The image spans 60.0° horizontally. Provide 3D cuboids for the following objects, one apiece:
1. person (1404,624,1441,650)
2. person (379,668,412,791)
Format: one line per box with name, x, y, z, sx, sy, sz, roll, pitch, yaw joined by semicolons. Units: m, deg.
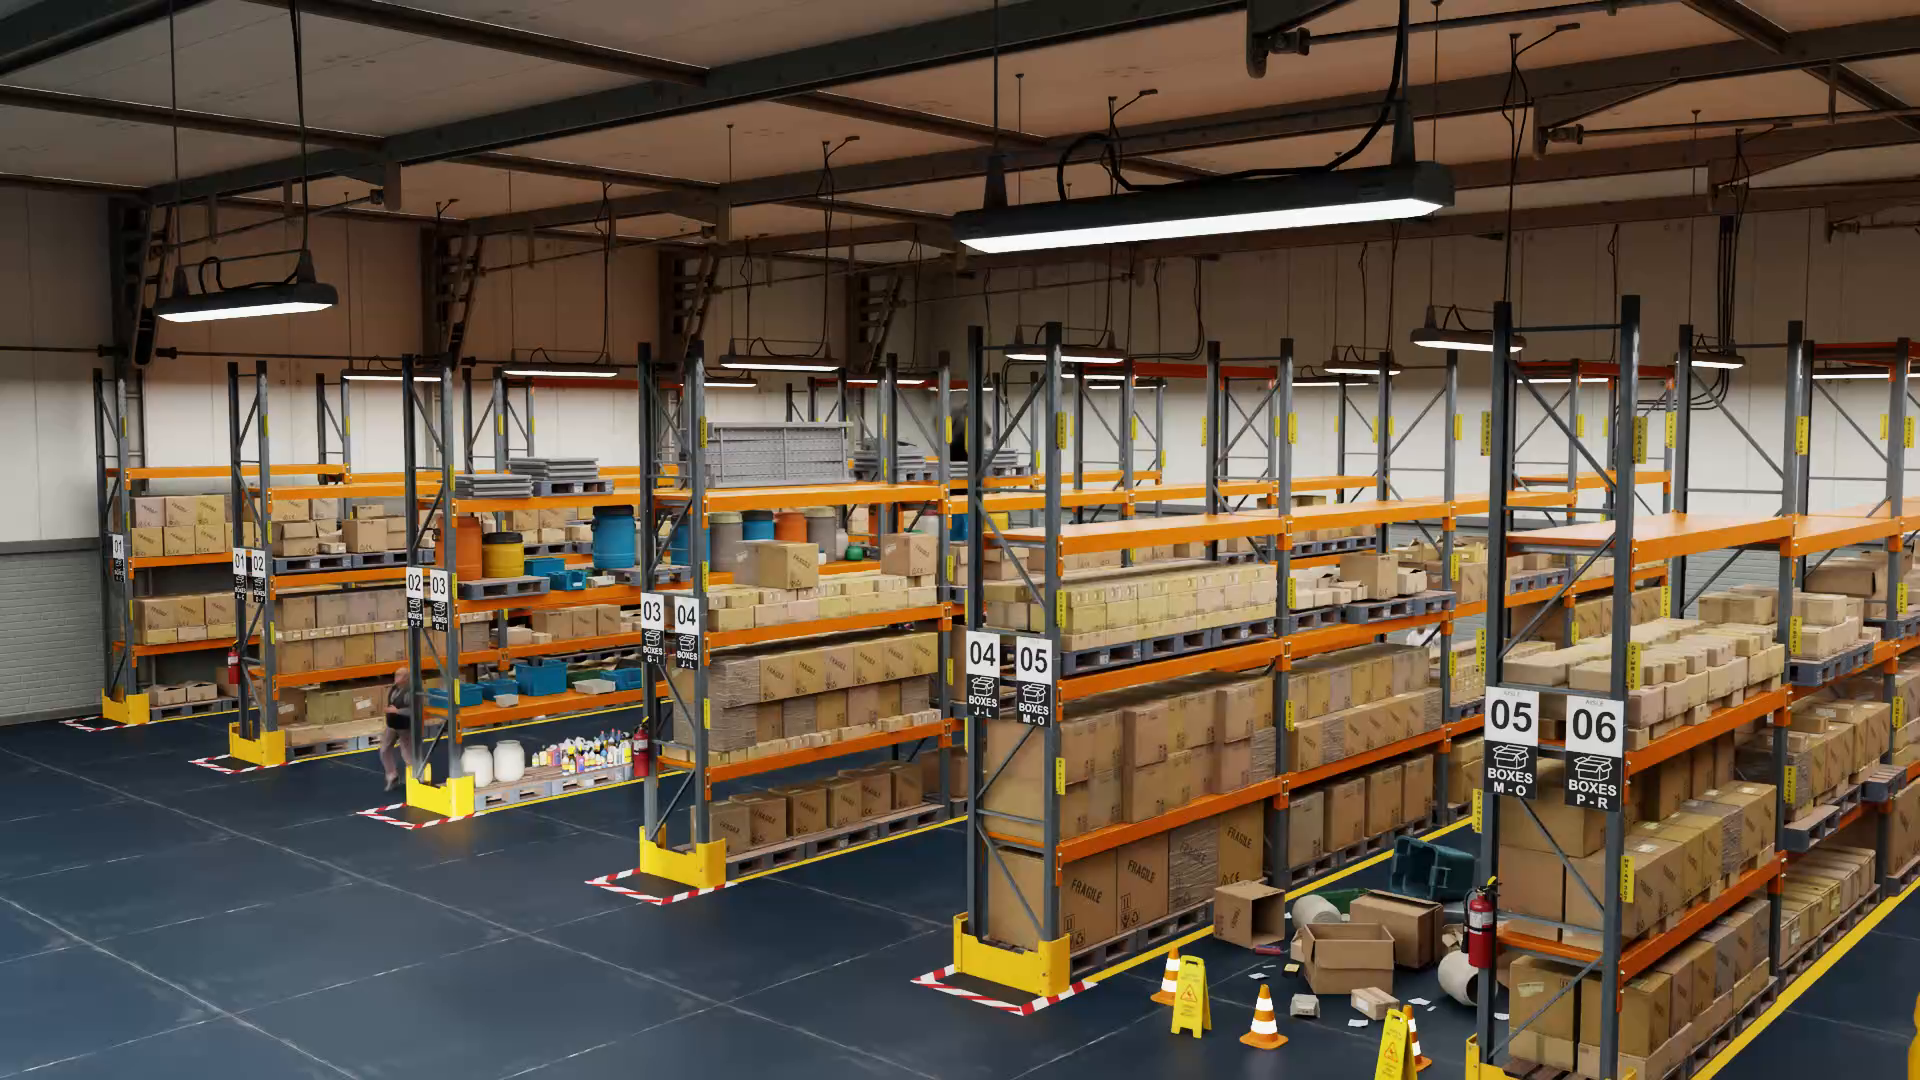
person;8.020;2.161;28.801;0.682;1.748;0.970;3;5;36
person;-7.690;2.639;23.081;0.640;1.776;0.675;2;5;25
